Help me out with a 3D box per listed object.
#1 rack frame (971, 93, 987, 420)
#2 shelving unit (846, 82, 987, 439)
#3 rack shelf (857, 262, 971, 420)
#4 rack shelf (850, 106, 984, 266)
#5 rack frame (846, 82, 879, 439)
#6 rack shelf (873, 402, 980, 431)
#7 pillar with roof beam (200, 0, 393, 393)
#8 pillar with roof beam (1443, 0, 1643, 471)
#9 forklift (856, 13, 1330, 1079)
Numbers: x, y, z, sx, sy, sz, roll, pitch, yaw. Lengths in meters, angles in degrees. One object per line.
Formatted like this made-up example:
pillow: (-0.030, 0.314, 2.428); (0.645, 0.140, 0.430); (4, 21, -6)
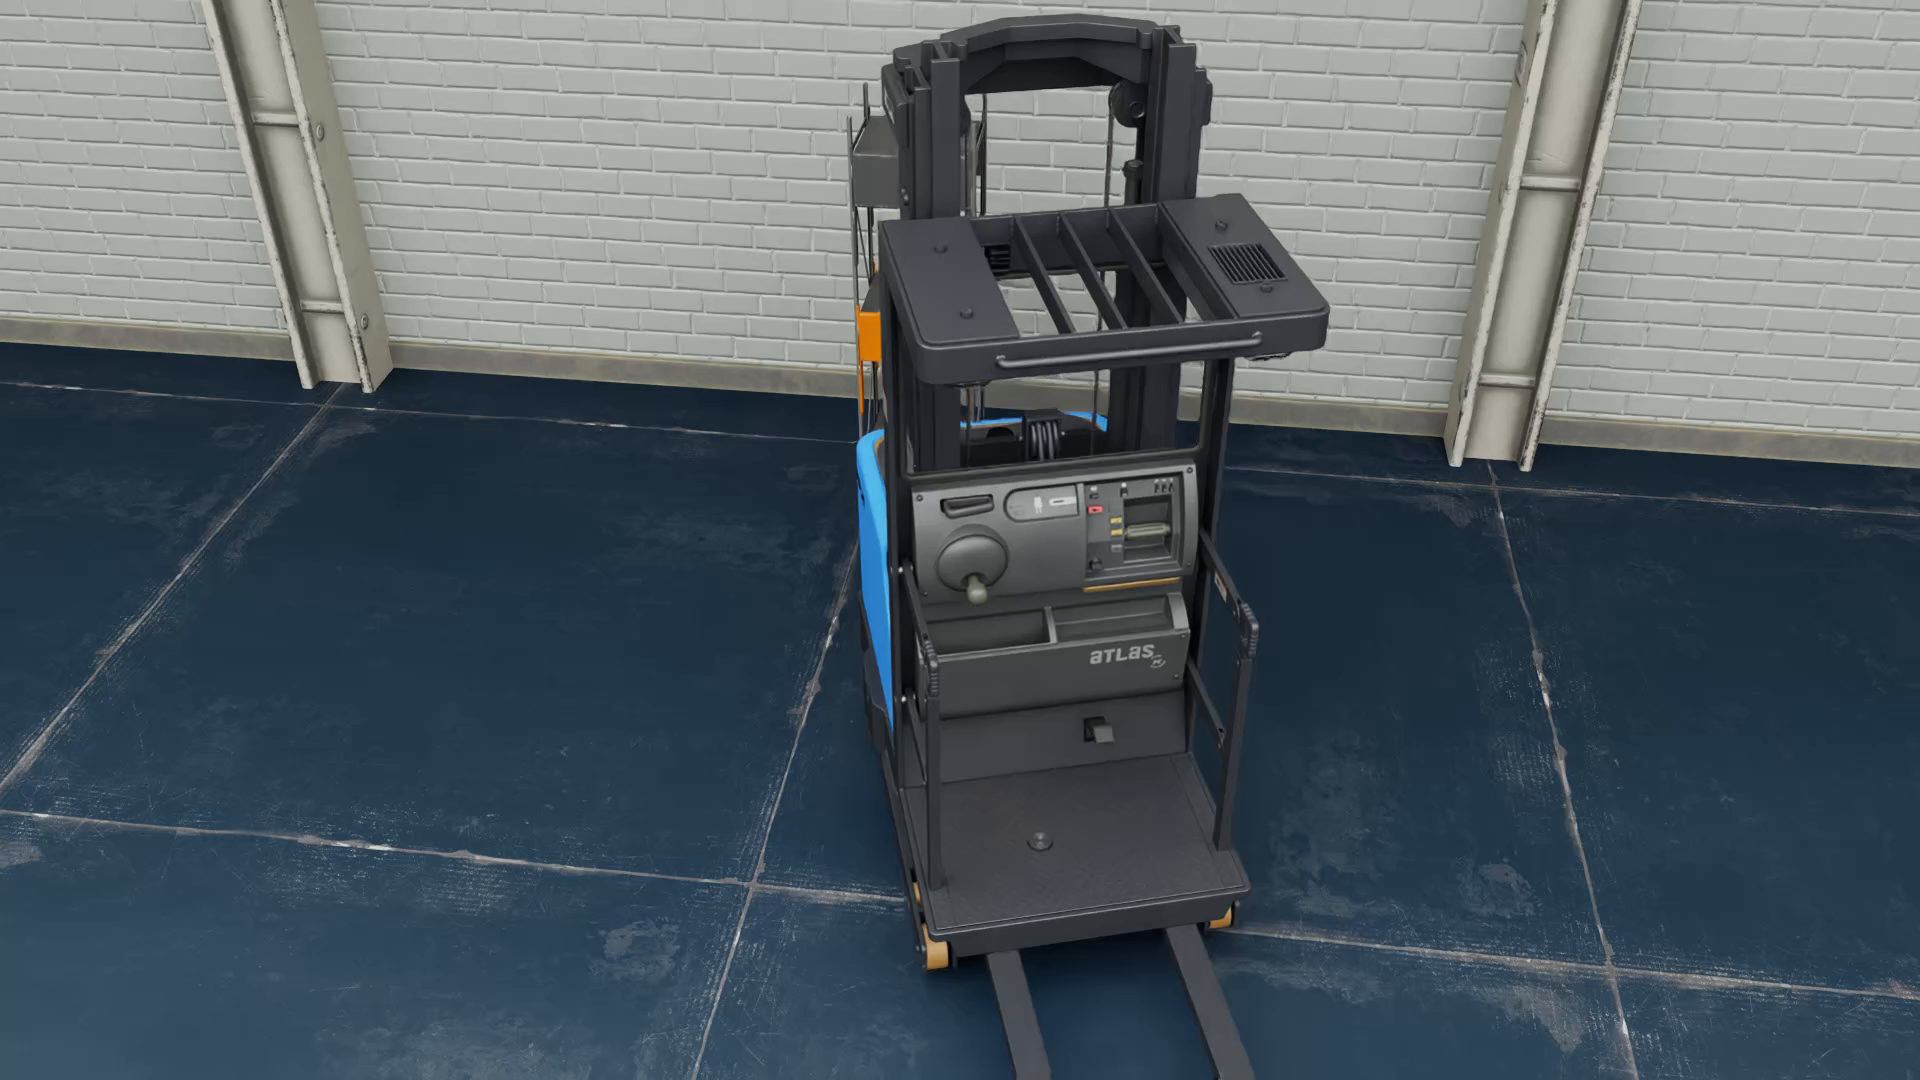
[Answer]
rack frame: (0.078, -0.849, 7.132); (0.015, 2.100, 0.400); (4, 36, 6)
shelving unit: (-0.164, -0.867, 7.157); (0.503, 2.100, 0.431); (4, 36, 6)
rack shelf: (-0.164, -0.856, 7.165); (0.480, 0.518, 0.431); (4, 36, 6)
rack shelf: (-0.164, -1.426, 6.758); (0.480, 0.518, 0.431); (4, 36, 6)
rack frame: (-0.406, -0.885, 7.182); (0.015, 2.100, 0.400); (4, 36, 6)
rack shelf: (-0.164, -0.286, 7.572); (0.480, 0.518, 0.431); (4, 36, 6)
pillar with roof beam: (-3.850, -2.069, 2.903); (0.400, 9.000, 9.100); (4, 36, 6)
pillar with roof beam: (2.101, -1.625, 2.281); (0.400, 9.000, 9.100); (4, 36, 6)
forklift: (0.352, 0.042, 5.168); (1.130, 2.935, 3.031); (-6, 36, -8)
